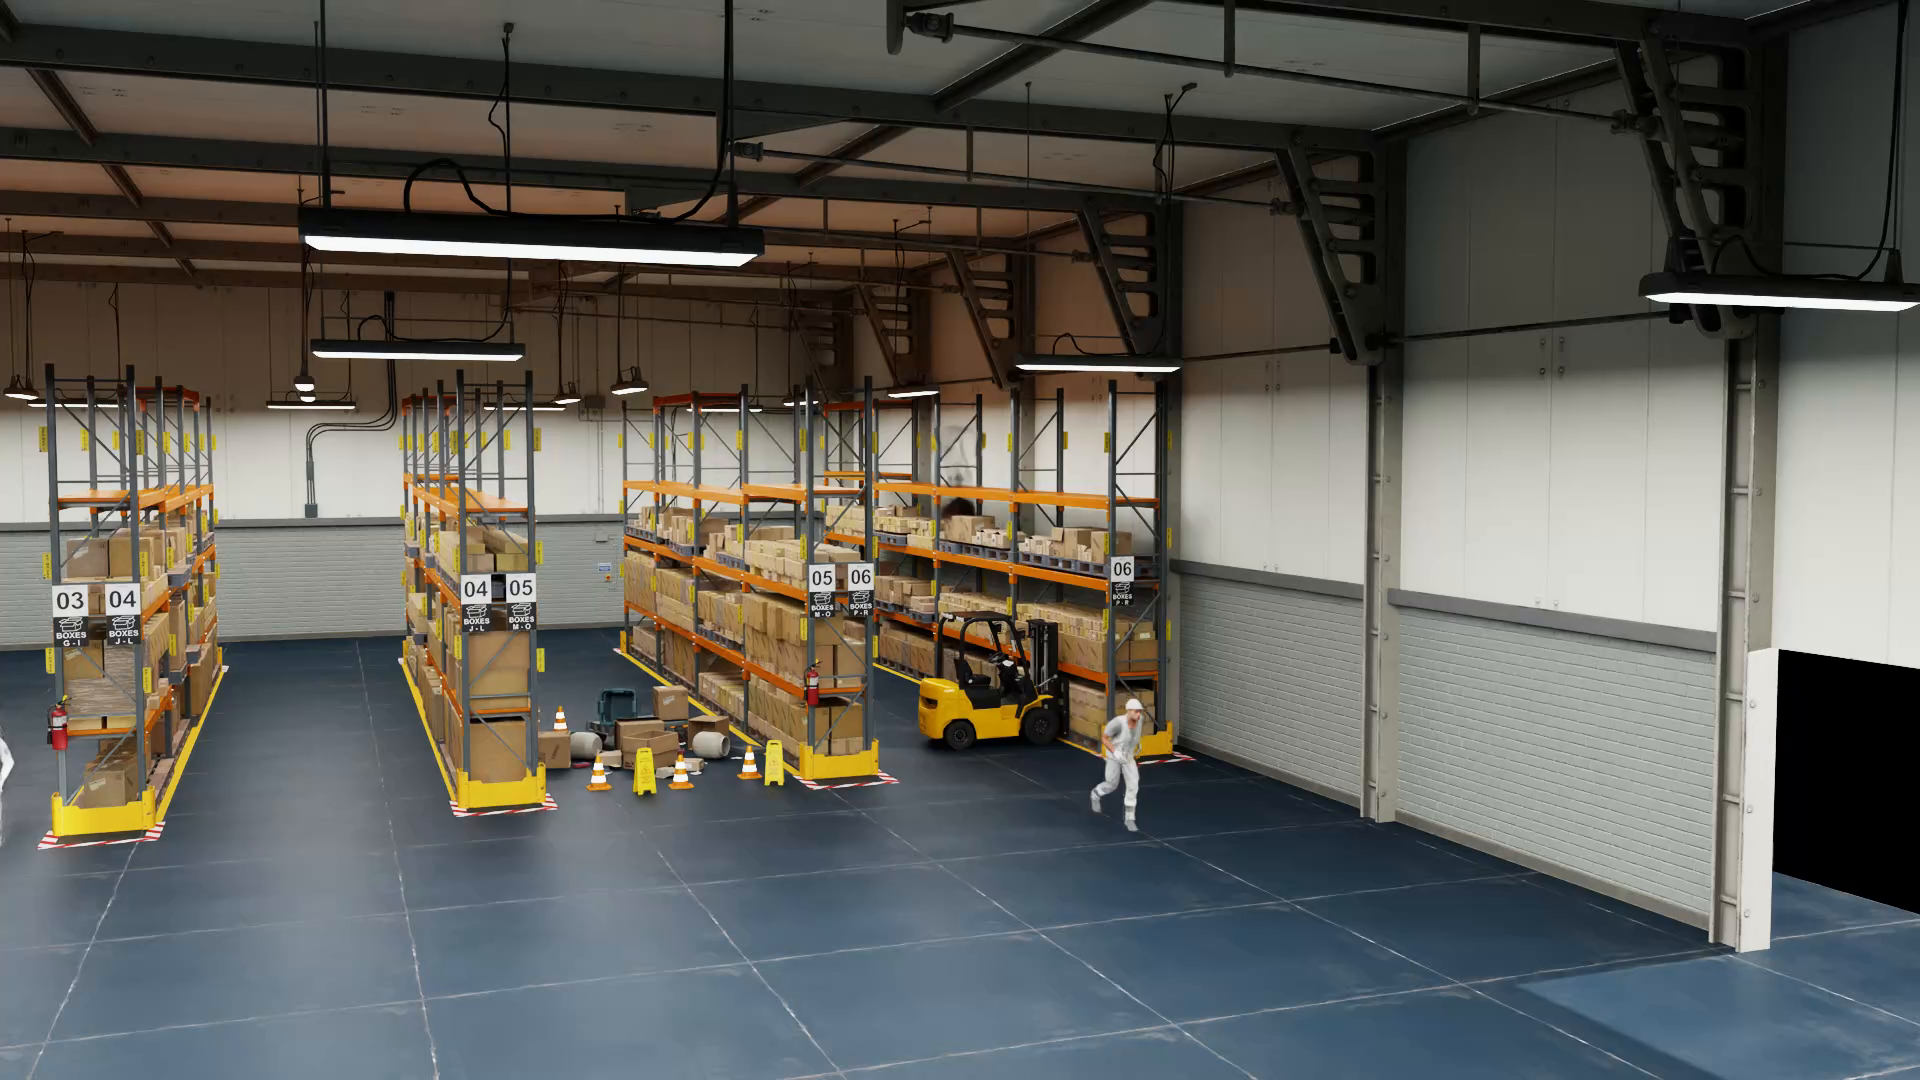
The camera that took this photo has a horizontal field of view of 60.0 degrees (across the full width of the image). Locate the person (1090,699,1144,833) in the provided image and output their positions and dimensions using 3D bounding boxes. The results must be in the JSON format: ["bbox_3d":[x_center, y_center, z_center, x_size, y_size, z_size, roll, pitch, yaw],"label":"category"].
[{"bbox_3d":[2.057,2.893,21.790,0.690,1.730,1.053,-2,4,-36],"label":"person"}]

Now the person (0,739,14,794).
[{"bbox_3d":[-11.925,2.987,20.323,0.642,1.660,0.523,-2,4,-28],"label":"person"}]
